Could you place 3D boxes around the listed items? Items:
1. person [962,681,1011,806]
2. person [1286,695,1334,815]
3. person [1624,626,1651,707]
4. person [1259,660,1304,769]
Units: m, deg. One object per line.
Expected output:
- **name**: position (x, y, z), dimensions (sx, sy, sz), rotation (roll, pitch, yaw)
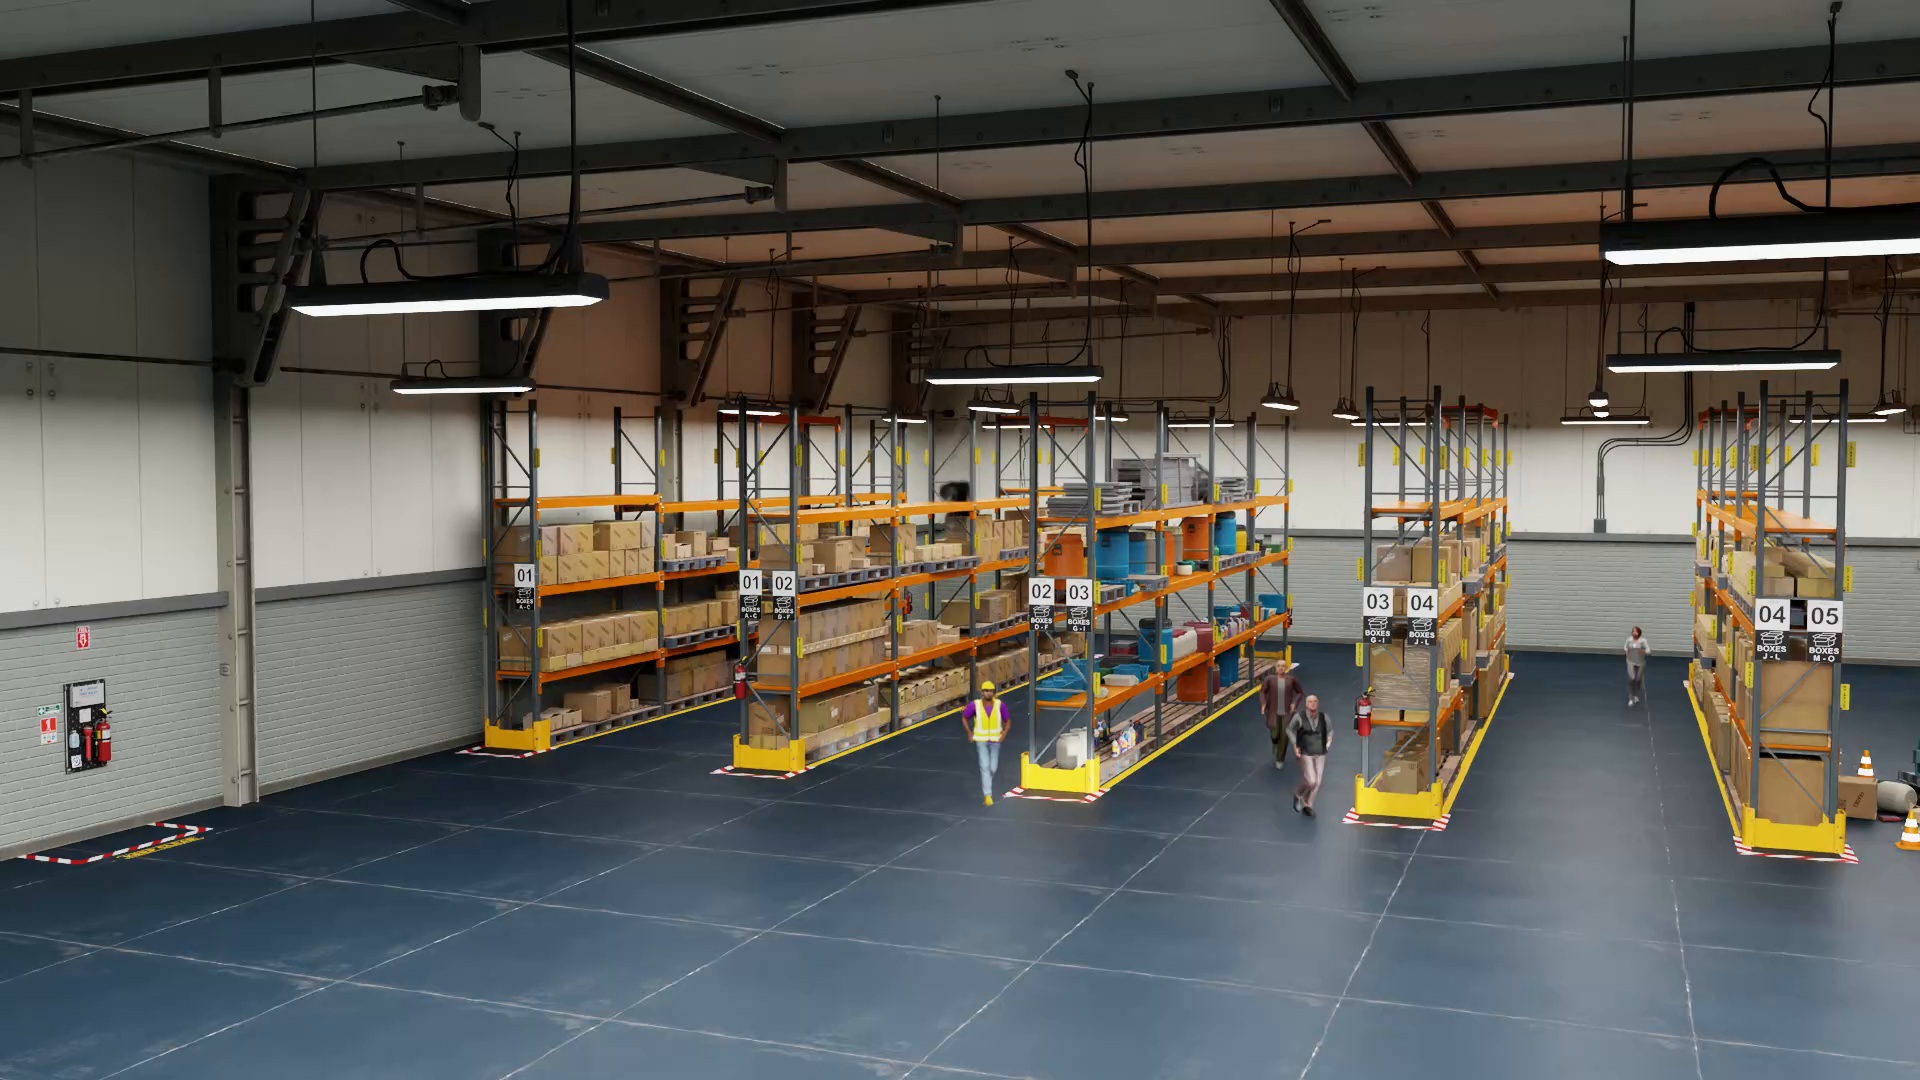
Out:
- **person**: position (0.395, 2.935, 24.329), dimensions (0.711, 1.764, 0.849), rotation (0, 3, -10)
- **person**: position (4.927, 3.009, 23.184), dimensions (0.645, 1.690, 0.593), rotation (0, 3, -8)
- **person**: position (13.680, 2.569, 33.600), dimensions (0.508, 1.626, 0.719), rotation (1, 3, 25)
- **person**: position (5.215, 2.812, 27.051), dimensions (0.706, 1.738, 0.583), rotation (1, 3, 12)
